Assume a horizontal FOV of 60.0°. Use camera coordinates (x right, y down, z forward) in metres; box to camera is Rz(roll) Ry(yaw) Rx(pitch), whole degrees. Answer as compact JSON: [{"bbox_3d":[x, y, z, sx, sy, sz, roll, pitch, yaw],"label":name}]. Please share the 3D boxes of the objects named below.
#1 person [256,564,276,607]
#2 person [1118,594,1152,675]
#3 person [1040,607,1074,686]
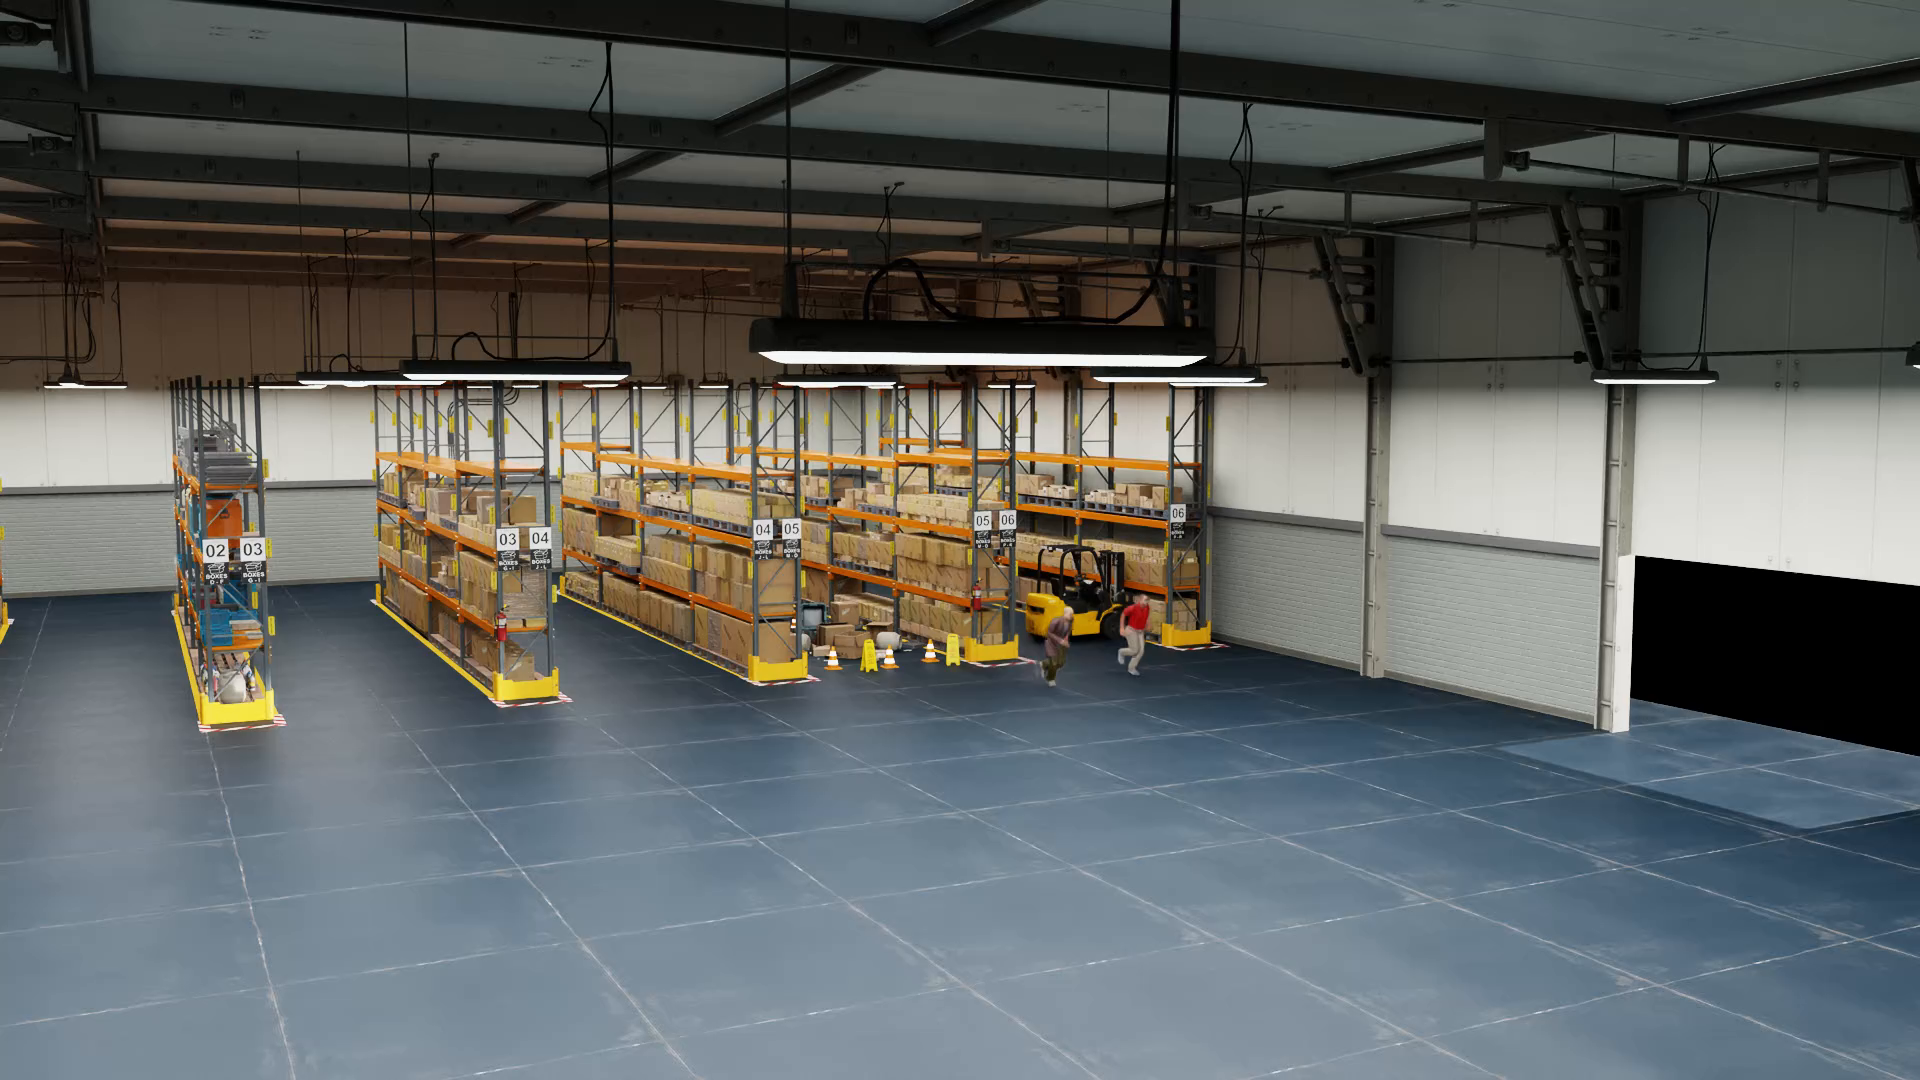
[{"bbox_3d":[-18.682,0.963,44.252,0.837,1.684,0.705,1,5,8],"label":"person"},{"bbox_3d":[3.555,1.912,33.844,0.656,1.663,0.764,-5,7,-44],"label":"person"},{"bbox_3d":[1.906,2.058,32.420,0.734,1.589,0.889,-4,7,-41],"label":"person"}]
